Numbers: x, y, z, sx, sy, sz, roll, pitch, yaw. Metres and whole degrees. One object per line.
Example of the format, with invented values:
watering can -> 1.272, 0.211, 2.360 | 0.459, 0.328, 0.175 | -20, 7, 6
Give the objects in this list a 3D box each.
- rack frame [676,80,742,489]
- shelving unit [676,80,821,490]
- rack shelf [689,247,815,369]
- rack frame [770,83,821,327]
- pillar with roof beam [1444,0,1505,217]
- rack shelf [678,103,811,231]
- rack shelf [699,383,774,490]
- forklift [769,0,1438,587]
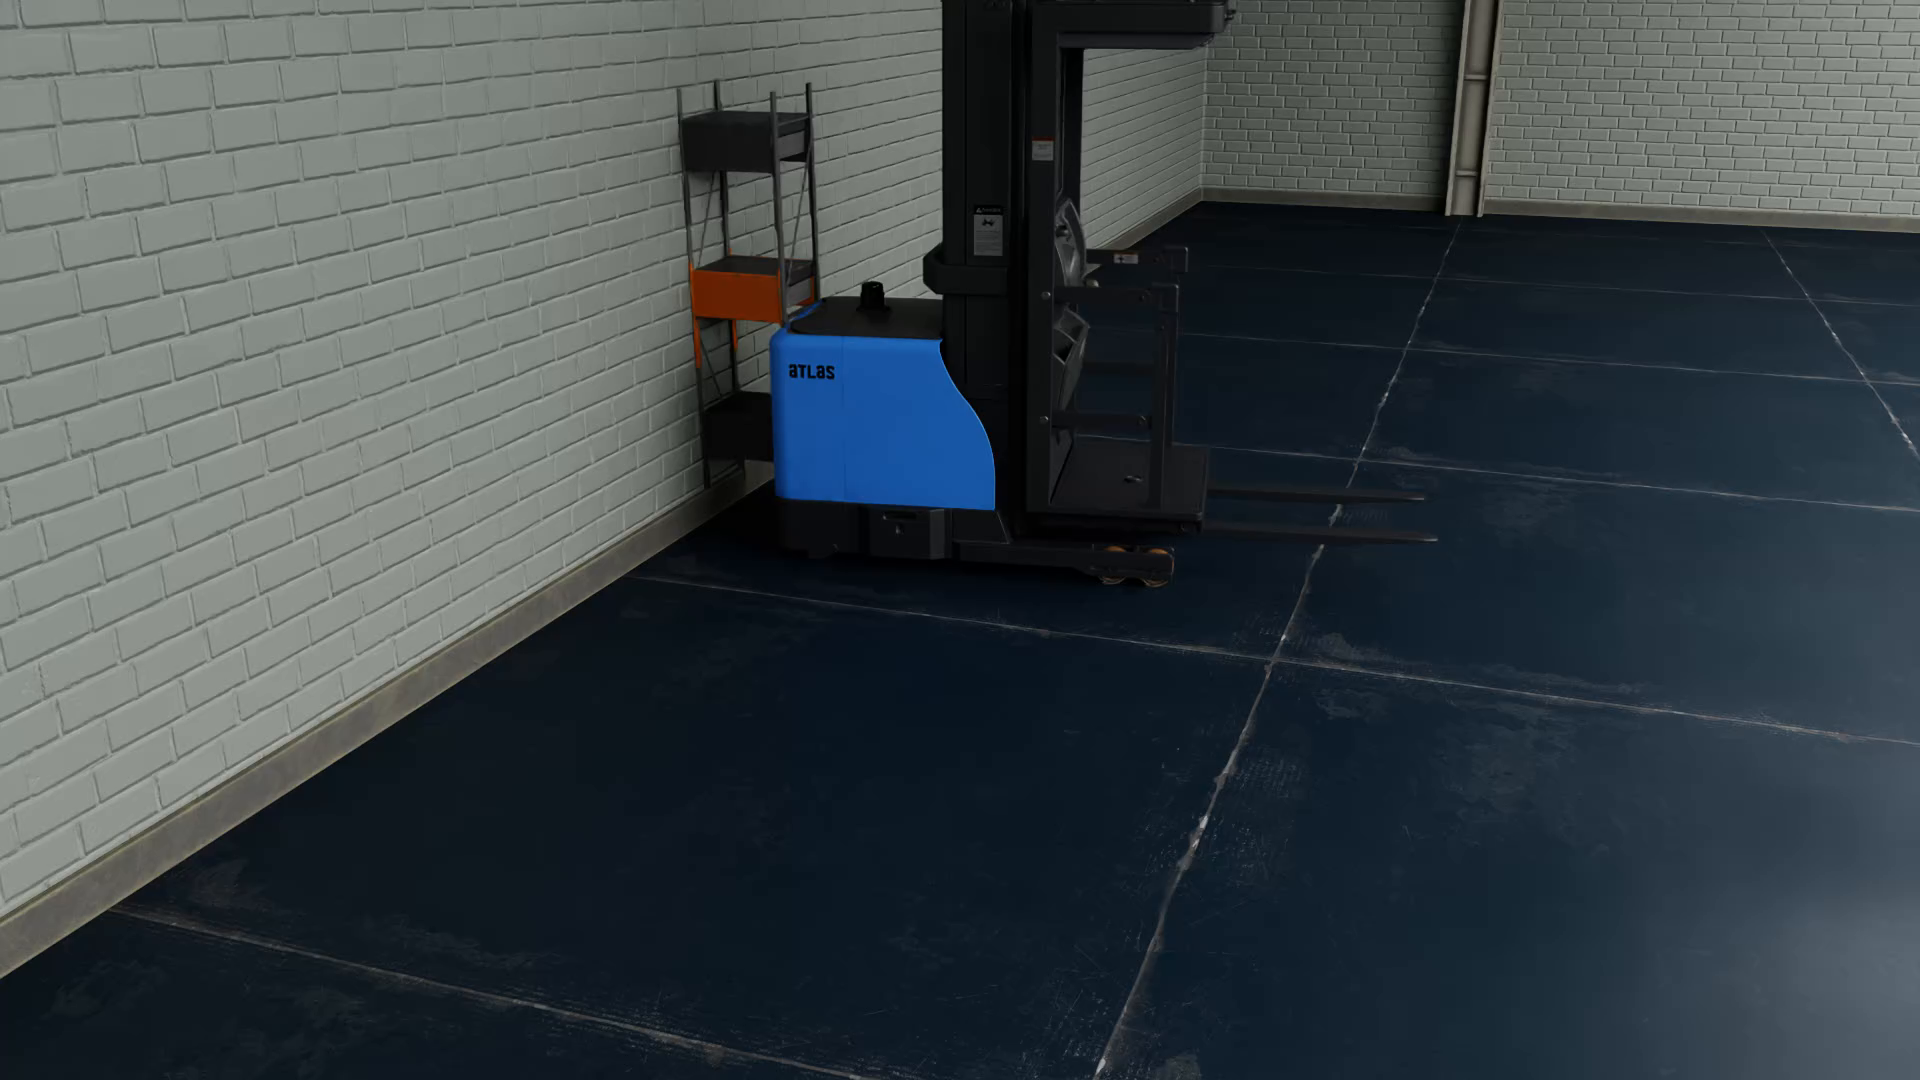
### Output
rack frame -> -1.220, -1.160, 8.191 | 0.015, 2.100, 0.400 | 7, 22, 20
shelving unit -> -0.992, -1.131, 8.108 | 0.503, 2.100, 0.431 | 7, 22, 20
rack shelf -> -0.992, -1.118, 8.113 | 0.480, 0.518, 0.431 | 7, 22, 20
rack frame -> -0.764, -1.102, 8.025 | 0.015, 2.100, 0.400 | 7, 22, 20
pillar with roof beam -> 4.177, -6.526, 13.128 | 0.400, 9.000, 9.100 | 7, 20, 18
rack shelf -> -1.001, -1.772, 7.862 | 0.480, 0.518, 0.431 | 7, 22, 20
rack shelf -> -0.983, -0.465, 8.363 | 0.480, 0.518, 0.431 | 7, 22, 20
forklift -> 0.689, -1.364, 7.536 | 3.031, 2.935, 1.130 | 3, 19, 9
